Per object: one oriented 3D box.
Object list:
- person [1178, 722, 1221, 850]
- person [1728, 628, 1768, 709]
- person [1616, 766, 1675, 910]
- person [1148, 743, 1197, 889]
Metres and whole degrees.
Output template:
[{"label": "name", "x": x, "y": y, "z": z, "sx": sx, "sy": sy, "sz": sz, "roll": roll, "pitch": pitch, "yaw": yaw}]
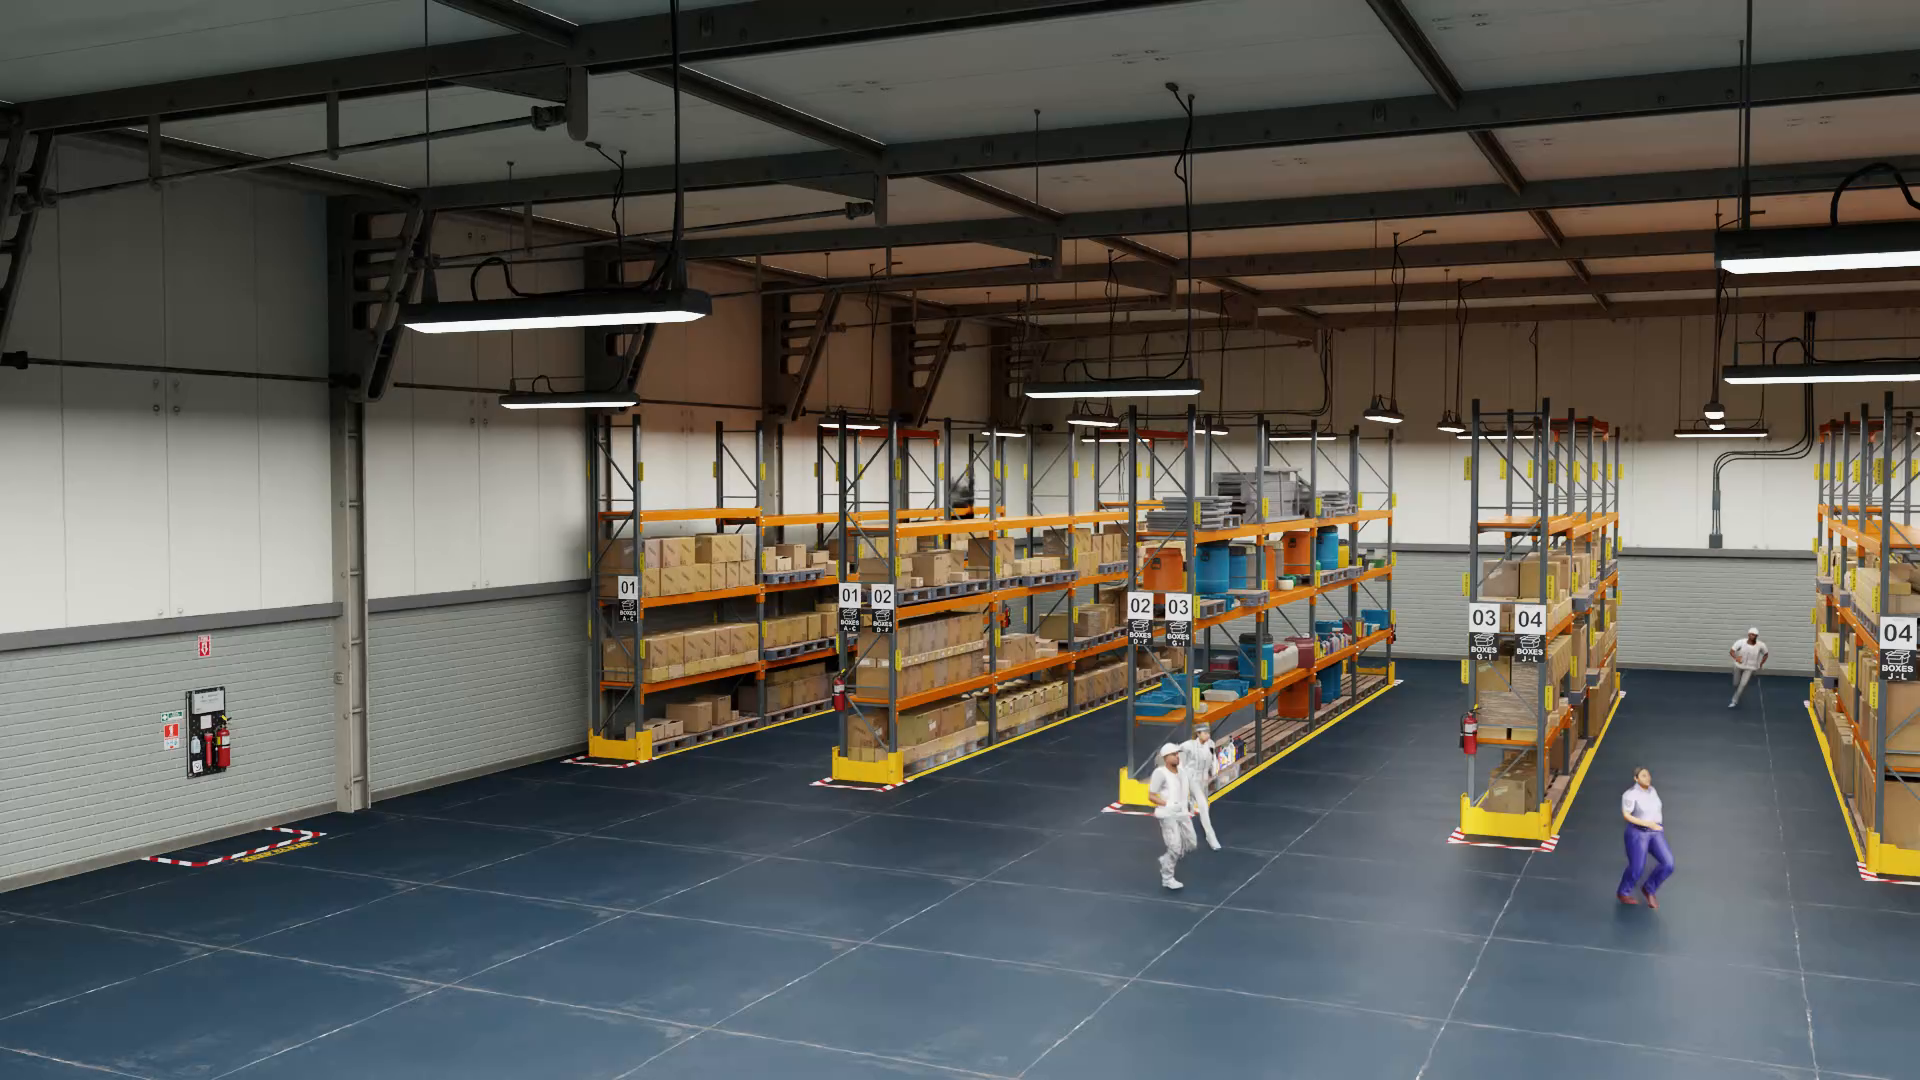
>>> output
[{"label": "person", "x": 3.160, "y": 3.257, "z": 22.410, "sx": 0.619, "sy": 1.681, "sz": 1.029, "roll": -2, "pitch": 3, "yaw": -36}, {"label": "person", "x": 16.729, "y": 2.706, "z": 35.305, "sx": 0.724, "sy": 1.701, "sz": 0.954, "roll": 2, "pitch": 3, "yaw": 33}, {"label": "person", "x": 7.849, "y": 3.415, "z": 19.070, "sx": 0.610, "sy": 1.638, "sz": 0.648, "roll": -1, "pitch": 3, "yaw": -21}, {"label": "person", "x": 2.571, "y": 3.307, "z": 19.949, "sx": 0.675, "sy": 1.735, "sz": 0.608, "roll": -2, "pitch": 3, "yaw": -40}]
